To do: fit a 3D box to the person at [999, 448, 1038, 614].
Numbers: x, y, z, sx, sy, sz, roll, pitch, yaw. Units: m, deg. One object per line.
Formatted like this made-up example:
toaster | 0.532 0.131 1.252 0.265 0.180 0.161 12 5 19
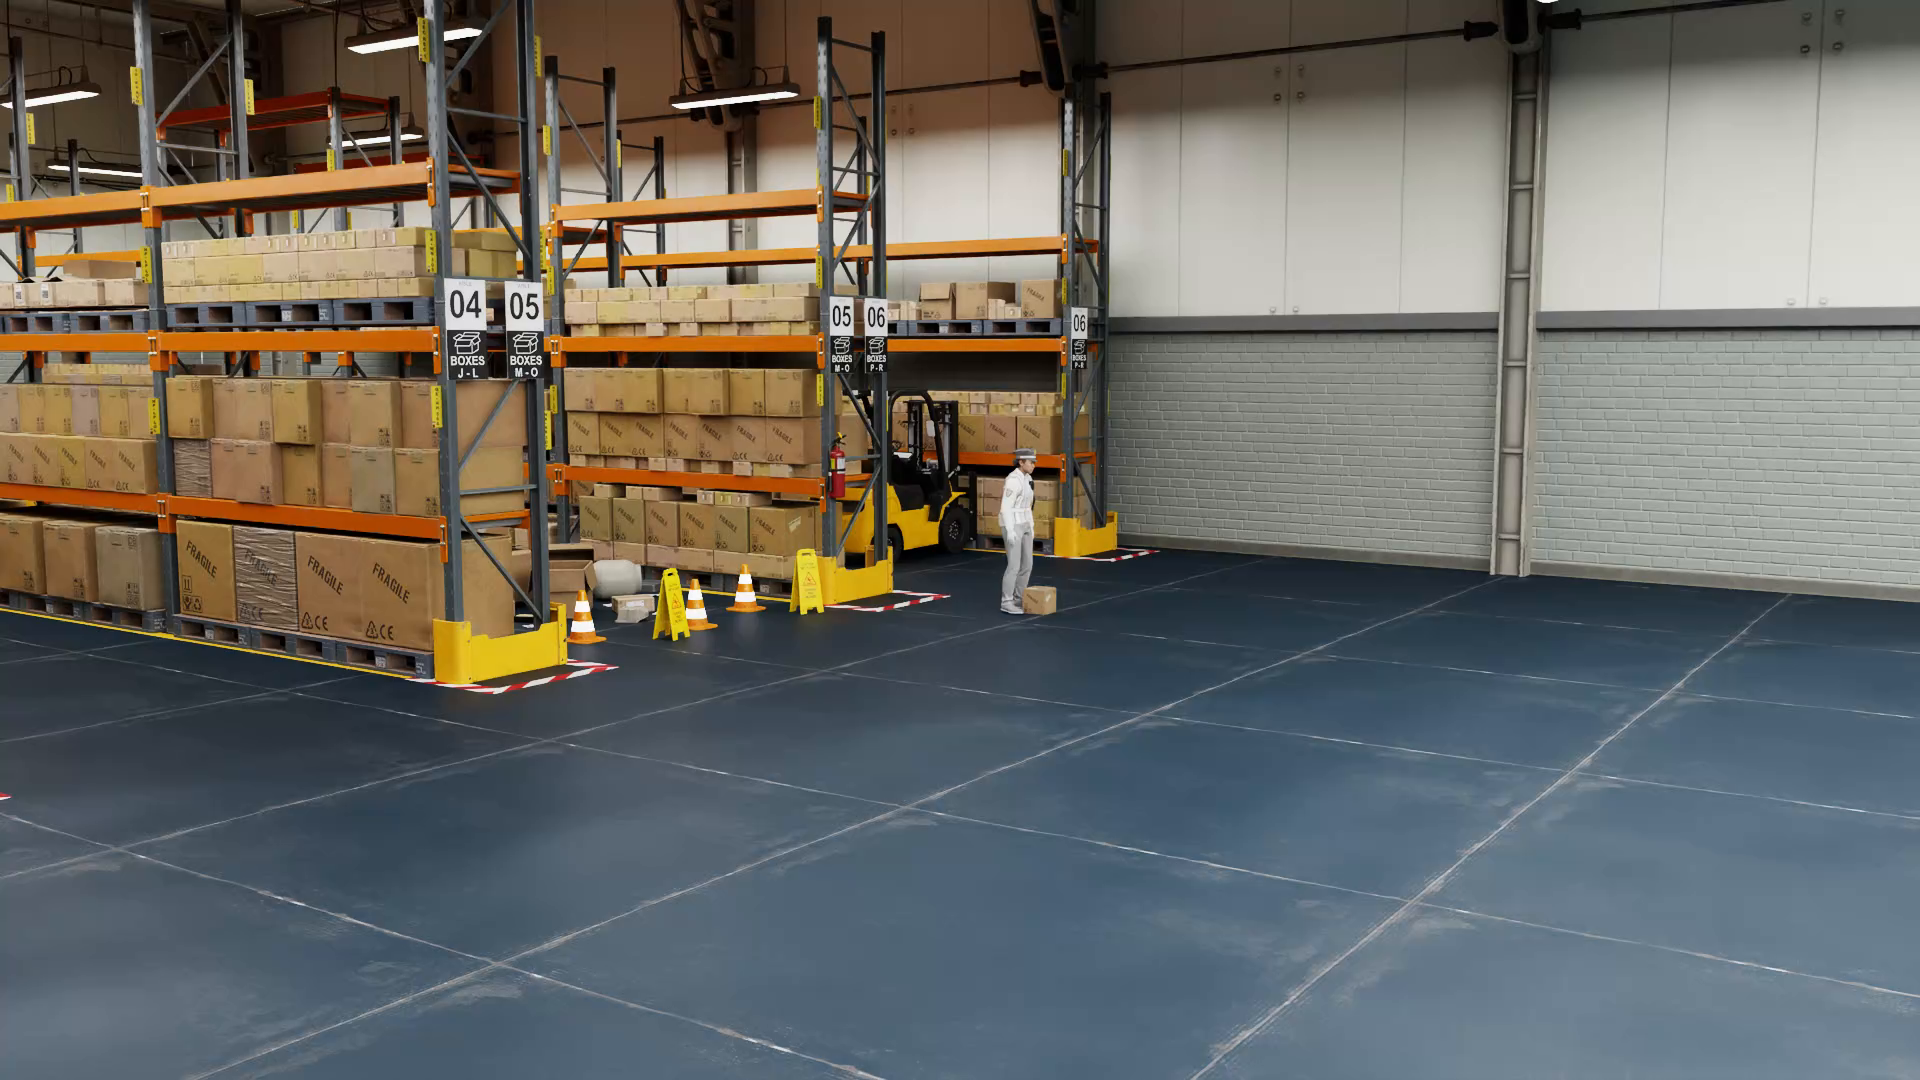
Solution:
person | 0.602 -0.104 16.916 0.374 1.662 0.538 4 7 30
